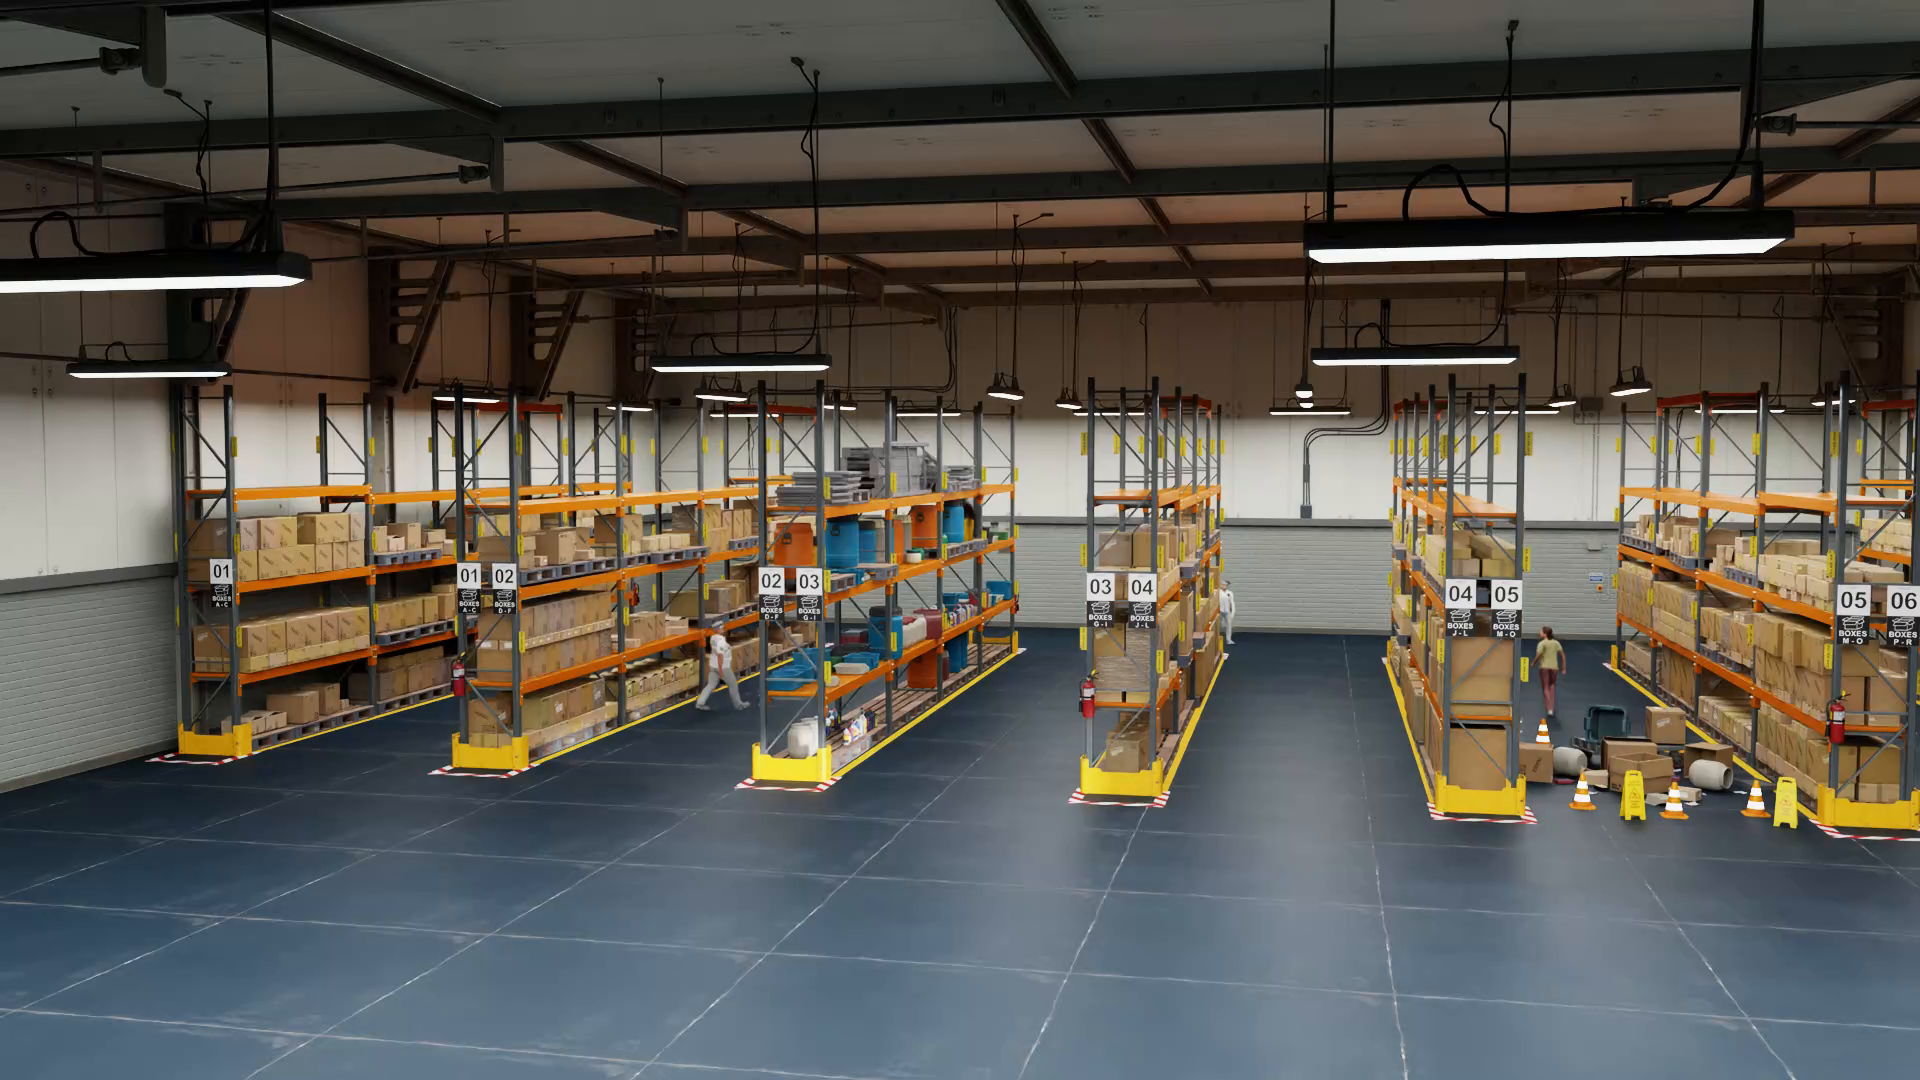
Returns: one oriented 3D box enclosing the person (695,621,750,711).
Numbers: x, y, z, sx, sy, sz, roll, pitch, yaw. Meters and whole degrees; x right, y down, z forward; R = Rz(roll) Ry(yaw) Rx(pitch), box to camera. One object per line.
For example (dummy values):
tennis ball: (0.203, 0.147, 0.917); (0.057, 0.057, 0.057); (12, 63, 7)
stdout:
person: (-4.480, 2.377, 31.432); (1.046, 1.728, 0.520); (-3, 4, -41)

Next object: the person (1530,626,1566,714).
person: (11.043, 2.465, 31.177); (0.621, 1.684, 0.637); (1, 3, 10)

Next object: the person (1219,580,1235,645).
person: (6.689, 1.825, 42.136); (0.570, 1.639, 0.984); (-1, 3, -11)
